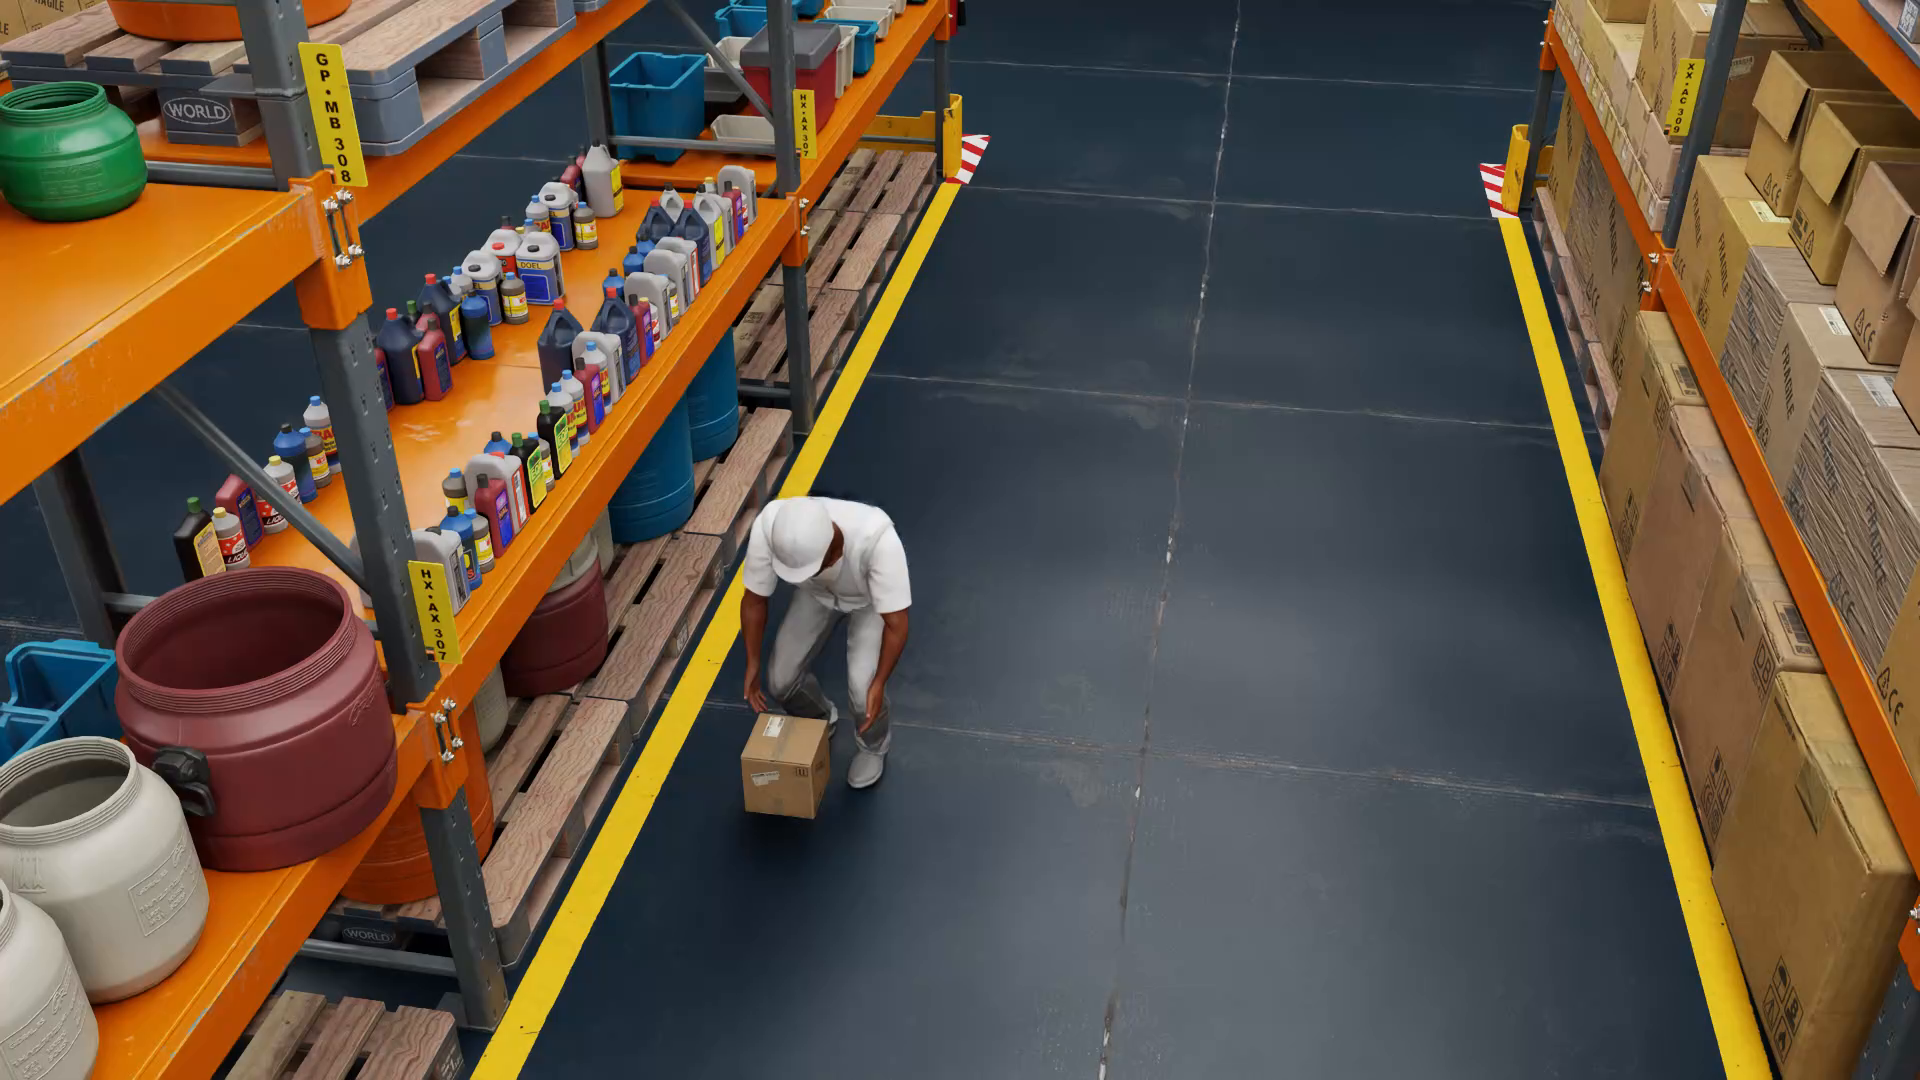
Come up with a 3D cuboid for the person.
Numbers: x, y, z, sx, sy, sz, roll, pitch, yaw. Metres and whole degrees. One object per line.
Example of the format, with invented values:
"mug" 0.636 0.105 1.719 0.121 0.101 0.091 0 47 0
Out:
"person" -0.440 0.305 6.030 0.631 1.343 0.790 11 34 16
